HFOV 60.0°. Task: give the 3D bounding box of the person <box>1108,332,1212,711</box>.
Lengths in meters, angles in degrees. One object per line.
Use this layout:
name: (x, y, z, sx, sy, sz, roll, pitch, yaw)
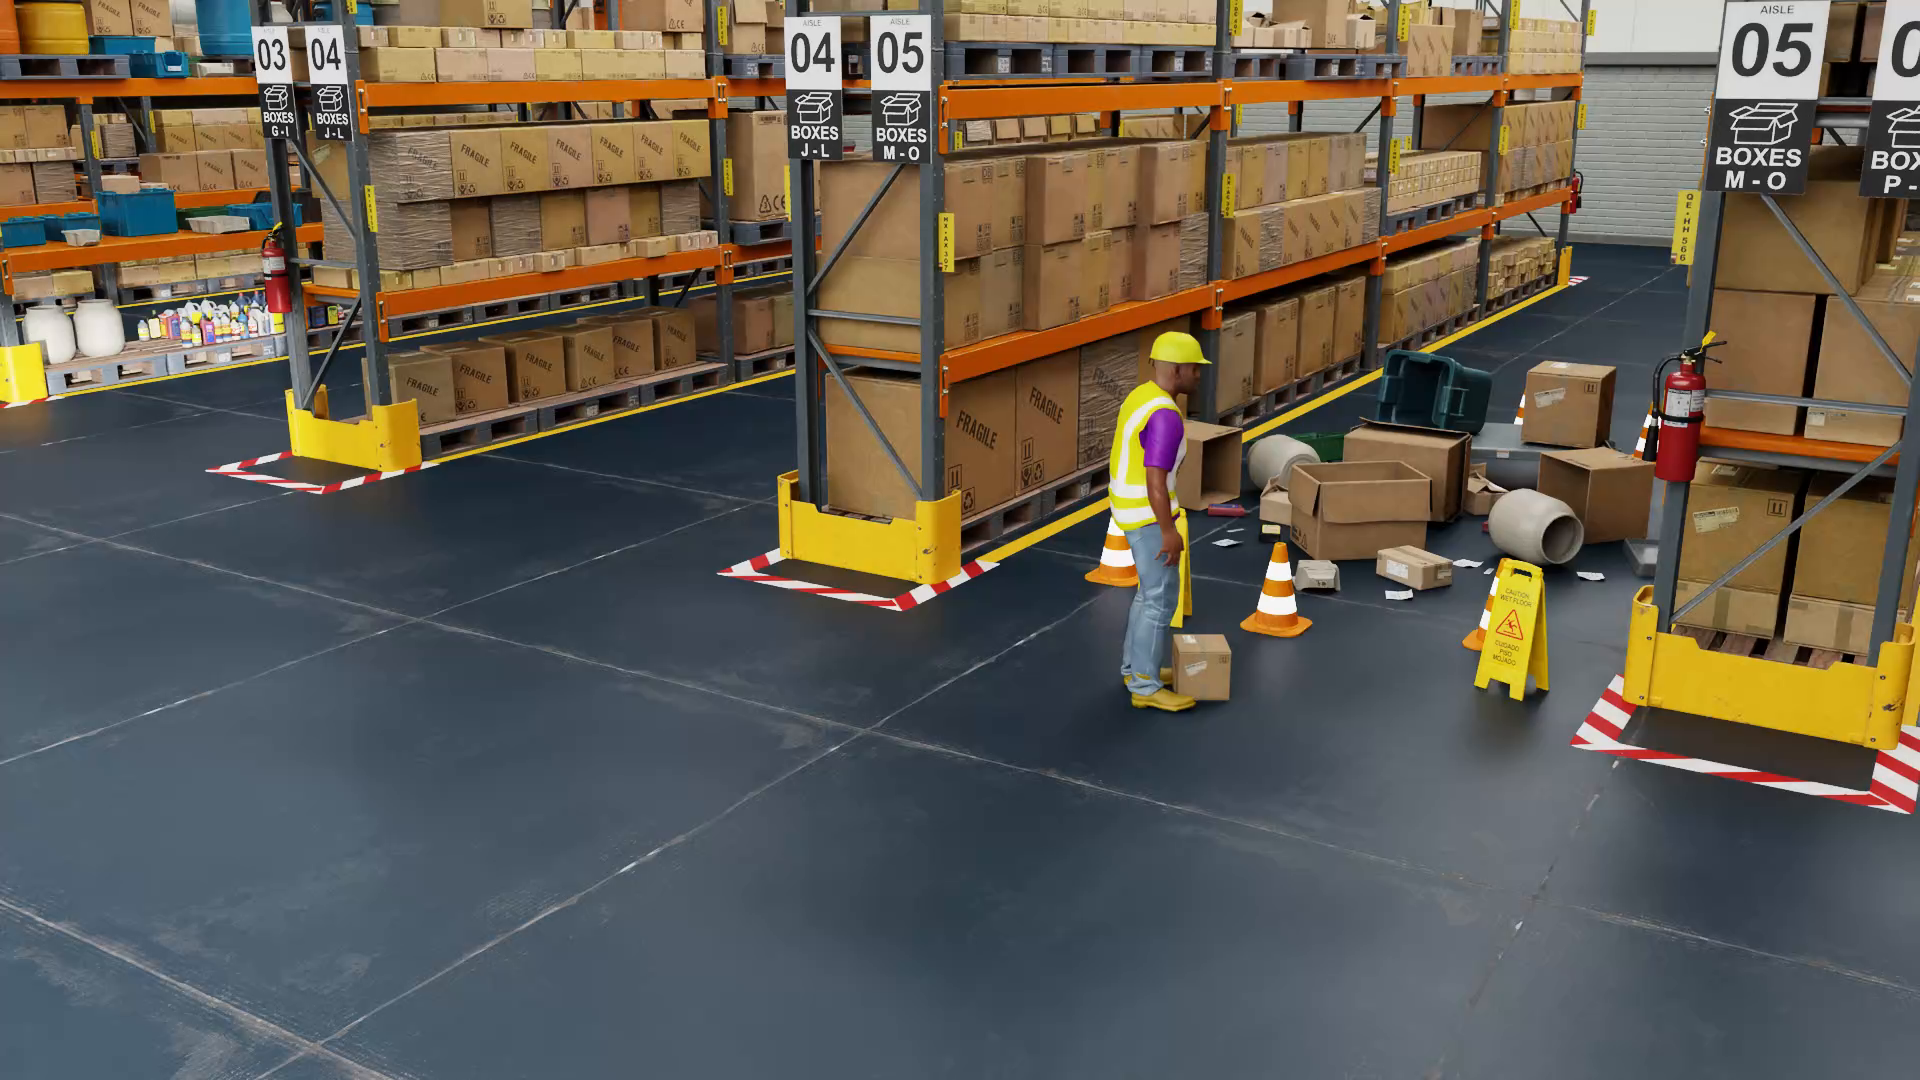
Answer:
person: (0.938, -0.107, 7.874, 0.461, 1.759, 0.631, 0, 16, -2)
